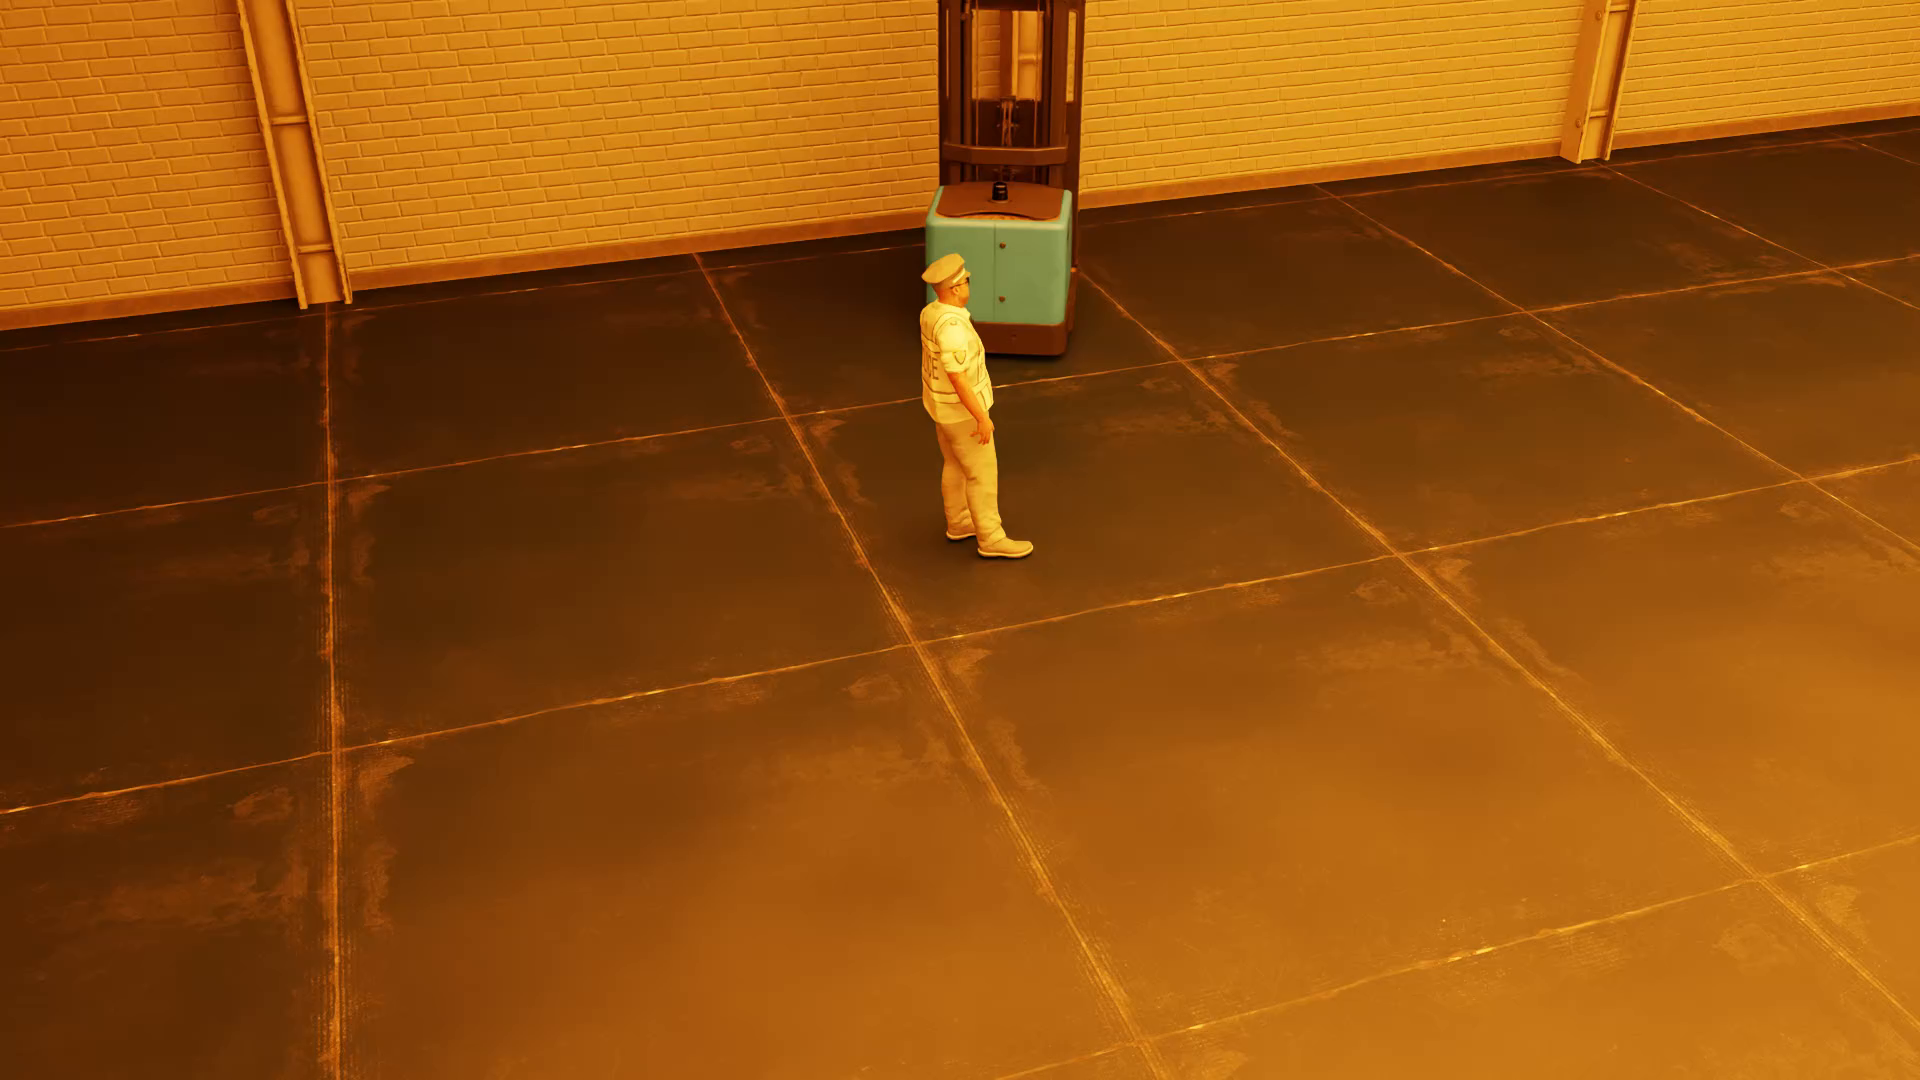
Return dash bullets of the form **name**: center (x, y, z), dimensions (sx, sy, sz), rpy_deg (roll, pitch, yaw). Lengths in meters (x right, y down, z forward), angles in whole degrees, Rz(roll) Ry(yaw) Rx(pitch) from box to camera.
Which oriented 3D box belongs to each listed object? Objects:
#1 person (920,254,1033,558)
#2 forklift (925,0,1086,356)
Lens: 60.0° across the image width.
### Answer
- **person**: center (0.078, -0.786, 9.590), dimensions (0.574, 1.780, 0.641), rpy_deg (-10, 31, -16)
- **forklift**: center (0.408, -3.337, 12.887), dimensions (1.130, 2.935, 3.031), rpy_deg (3, 30, 5)
